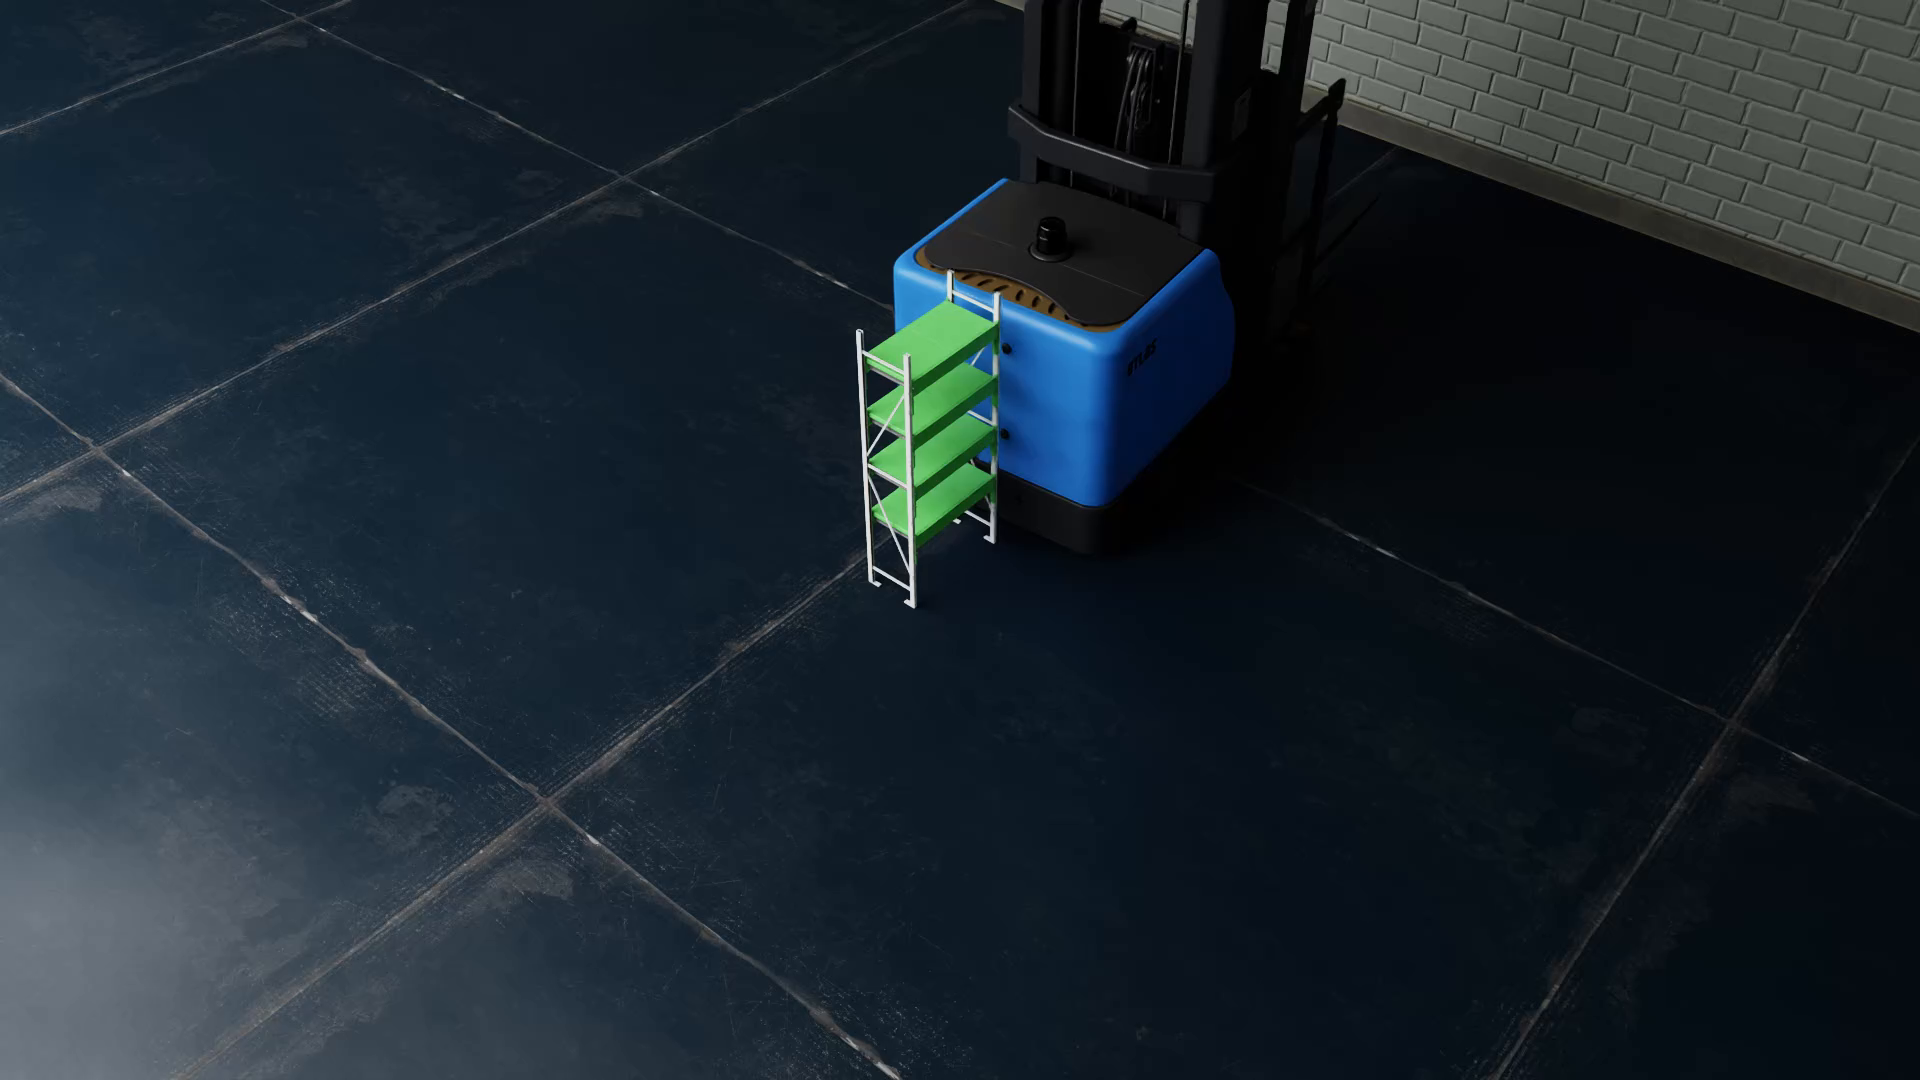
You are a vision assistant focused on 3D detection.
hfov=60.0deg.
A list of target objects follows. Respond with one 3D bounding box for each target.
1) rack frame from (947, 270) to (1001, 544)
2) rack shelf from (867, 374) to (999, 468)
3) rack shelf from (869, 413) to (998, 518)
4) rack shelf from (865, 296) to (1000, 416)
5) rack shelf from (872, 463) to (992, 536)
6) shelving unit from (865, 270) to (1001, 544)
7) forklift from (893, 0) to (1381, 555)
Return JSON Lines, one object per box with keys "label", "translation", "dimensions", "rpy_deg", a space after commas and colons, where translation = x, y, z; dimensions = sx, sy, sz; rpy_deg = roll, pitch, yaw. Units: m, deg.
{"label": "rack frame", "translation": [0.050, -0.484, 6.391], "dimensions": [0.240, 1.200, 0.015], "rpy_deg": [29, 50, 28]}
{"label": "rack shelf", "translation": [-0.107, -0.489, 6.134], "dimensions": [0.258, 0.148, 0.480], "rpy_deg": [29, 50, 28]}
{"label": "rack shelf", "translation": [-0.107, -0.311, 6.296], "dimensions": [0.258, 0.148, 0.480], "rpy_deg": [29, 50, 28]}
{"label": "rack shelf", "translation": [-0.107, -0.667, 5.973], "dimensions": [0.258, 0.148, 0.480], "rpy_deg": [29, 50, 28]}
{"label": "rack shelf", "translation": [-0.107, -0.173, 6.421], "dimensions": [0.221, 0.021, 0.457], "rpy_deg": [29, 50, 28]}
{"label": "shelving unit", "translation": [-0.103, -0.362, 6.256], "dimensions": [0.258, 1.200, 0.492], "rpy_deg": [29, 50, 28]}
{"label": "forklift", "translation": [0.982, -1.981, 6.750], "dimensions": [1.130, 2.935, 3.031], "rpy_deg": [25, 48, 25]}
